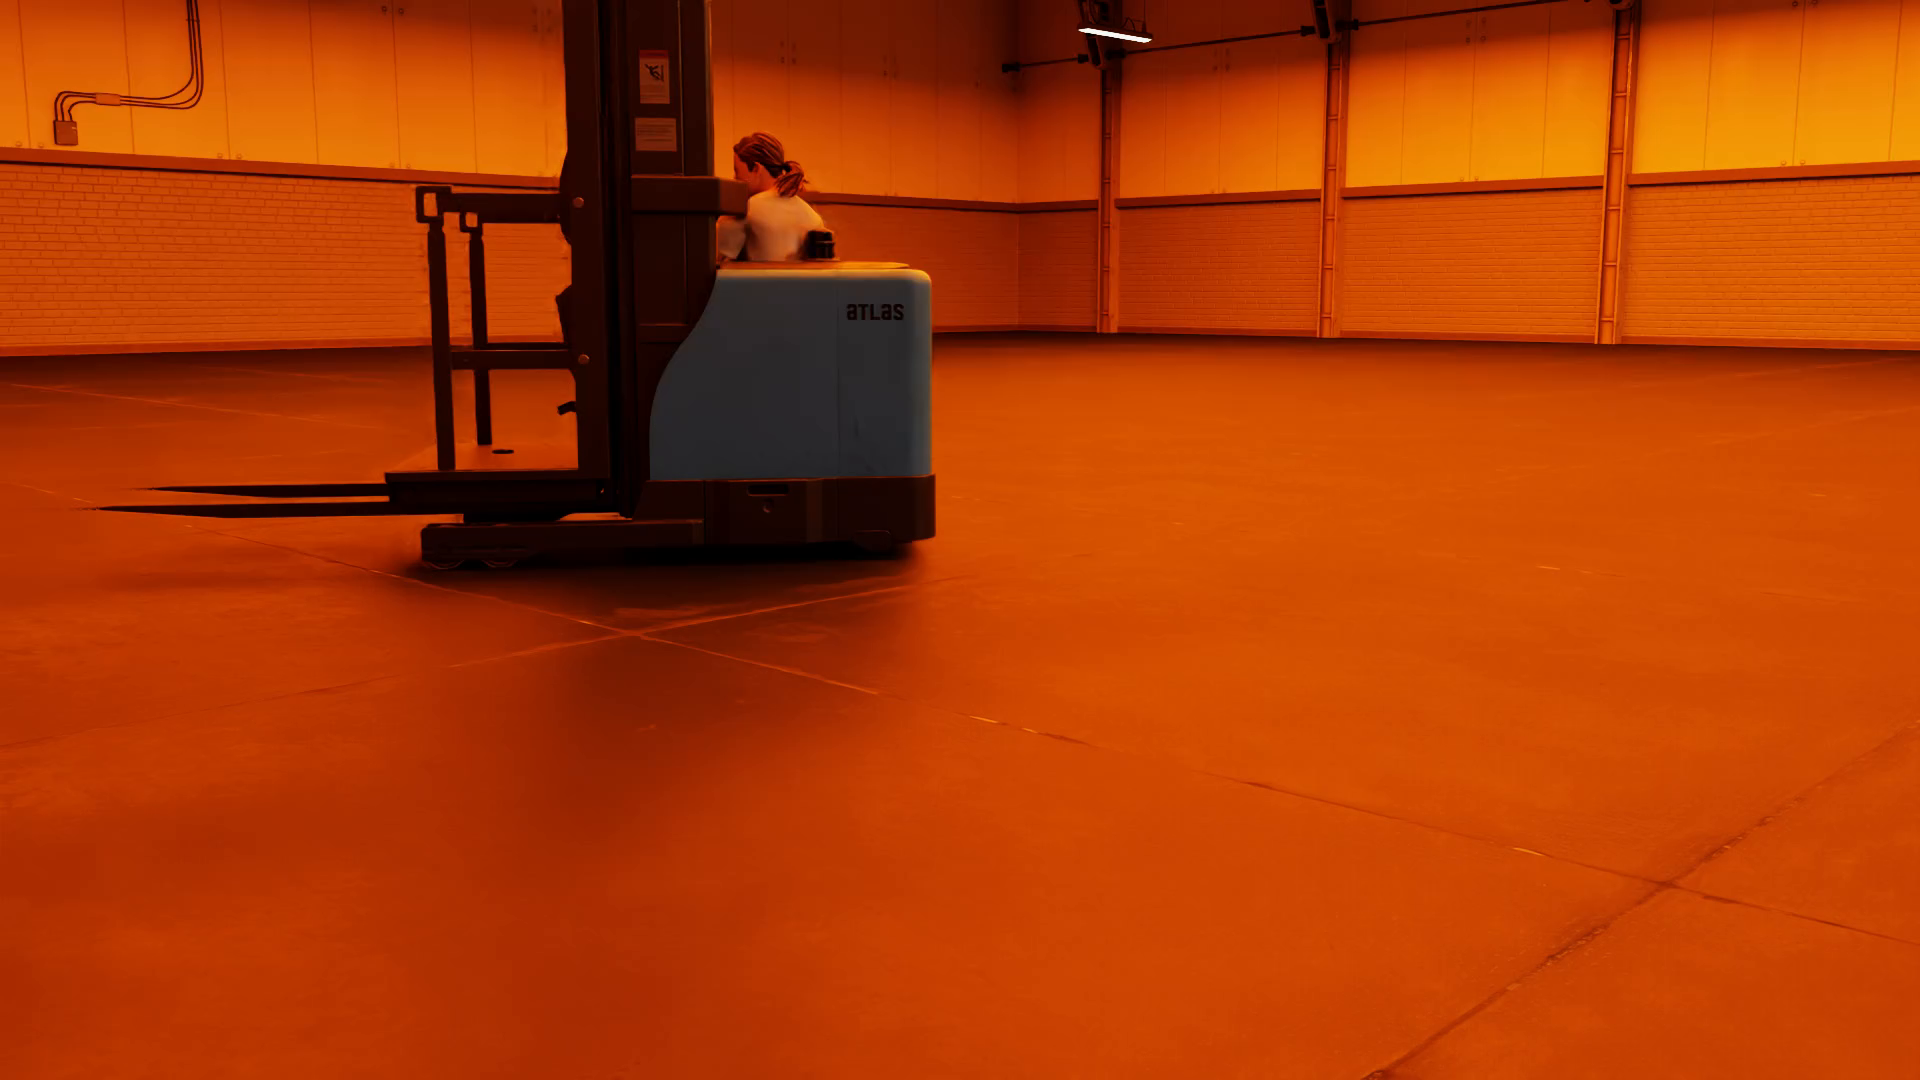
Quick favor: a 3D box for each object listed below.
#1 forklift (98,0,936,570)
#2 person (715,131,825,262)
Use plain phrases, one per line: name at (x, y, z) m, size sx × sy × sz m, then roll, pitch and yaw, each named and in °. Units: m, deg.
forklift at (-1.653, -1.425, 6.338) m, size 3.031 × 2.935 × 1.130 m, roll -1°, pitch 9°, yaw -8°
person at (-0.853, -0.847, 6.750) m, size 0.661 × 1.574 × 0.755 m, roll -8°, pitch 12°, yaw -43°
